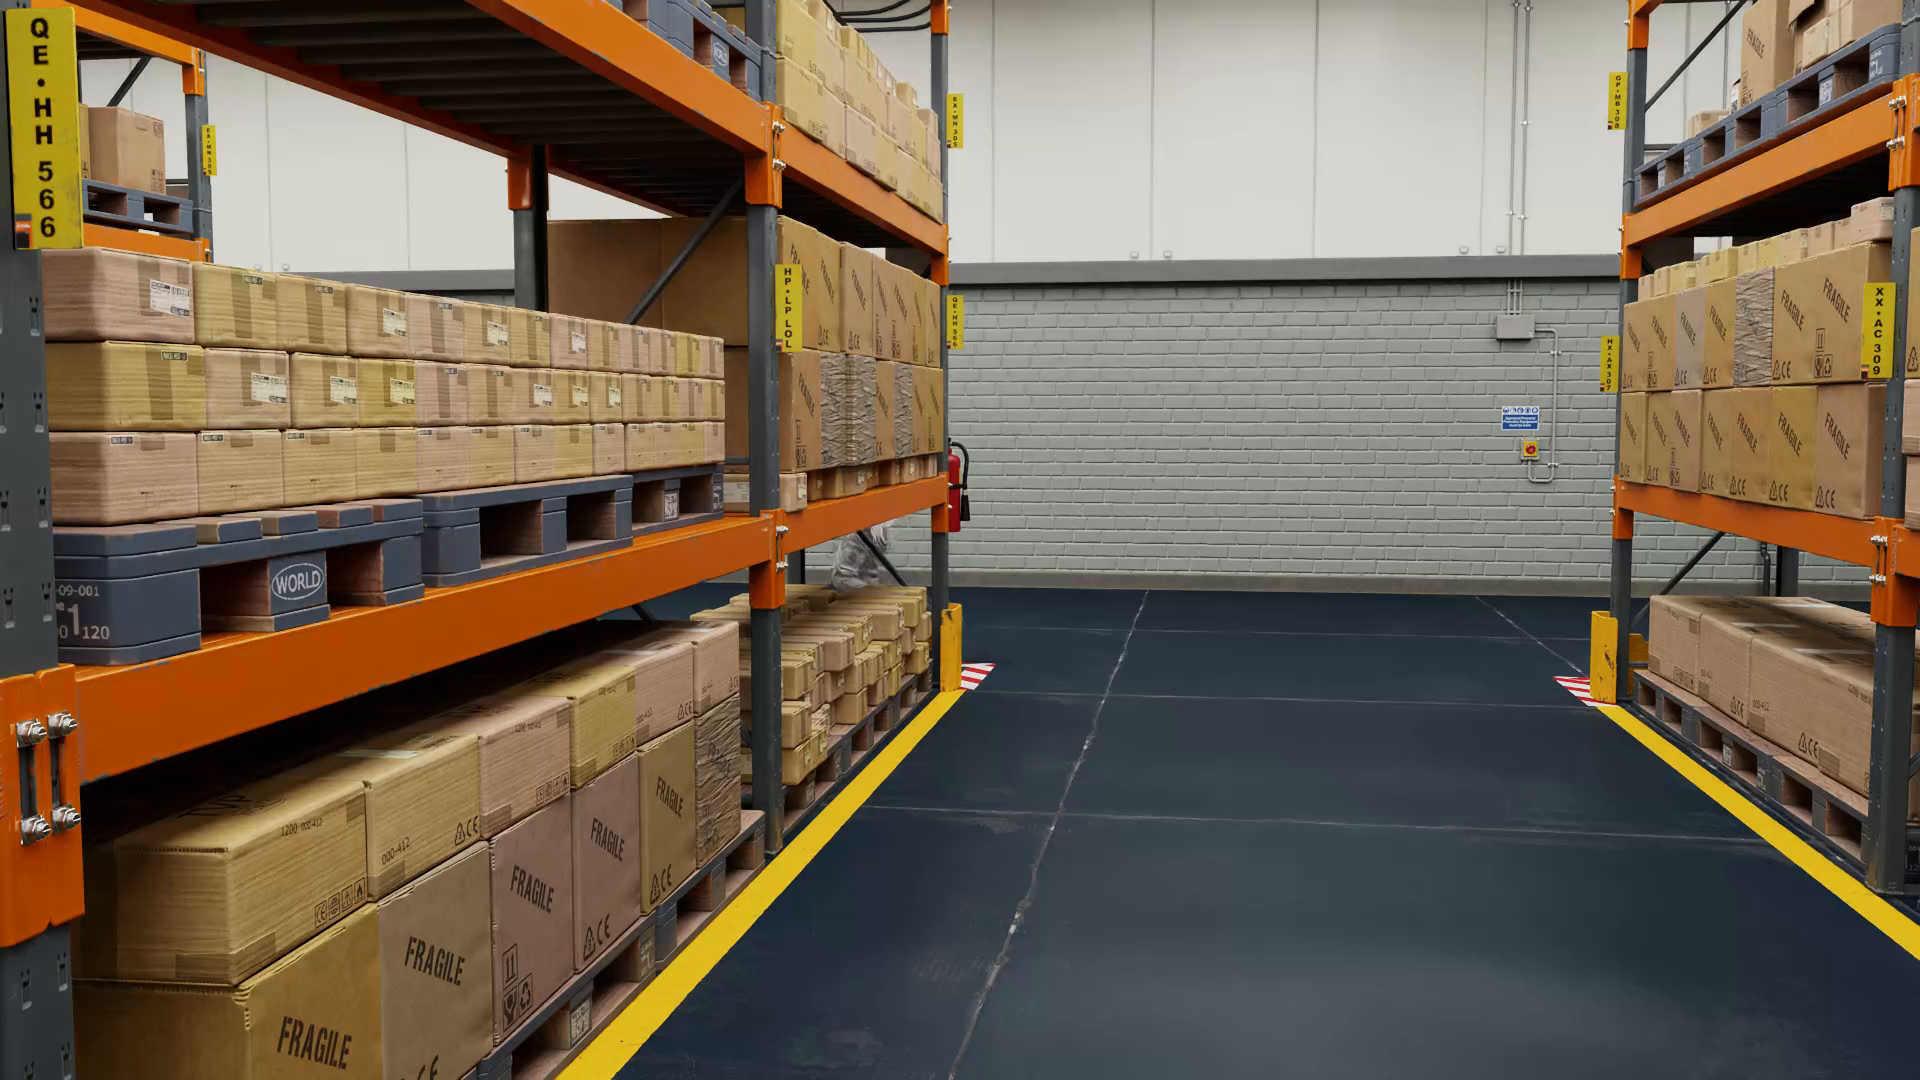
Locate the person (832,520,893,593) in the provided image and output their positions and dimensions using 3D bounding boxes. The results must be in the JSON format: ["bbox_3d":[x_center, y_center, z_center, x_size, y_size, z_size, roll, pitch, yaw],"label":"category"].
[{"bbox_3d":[-0.617,-0.096,11.411,0.492,1.779,0.557,0,4,3],"label":"person"}]
